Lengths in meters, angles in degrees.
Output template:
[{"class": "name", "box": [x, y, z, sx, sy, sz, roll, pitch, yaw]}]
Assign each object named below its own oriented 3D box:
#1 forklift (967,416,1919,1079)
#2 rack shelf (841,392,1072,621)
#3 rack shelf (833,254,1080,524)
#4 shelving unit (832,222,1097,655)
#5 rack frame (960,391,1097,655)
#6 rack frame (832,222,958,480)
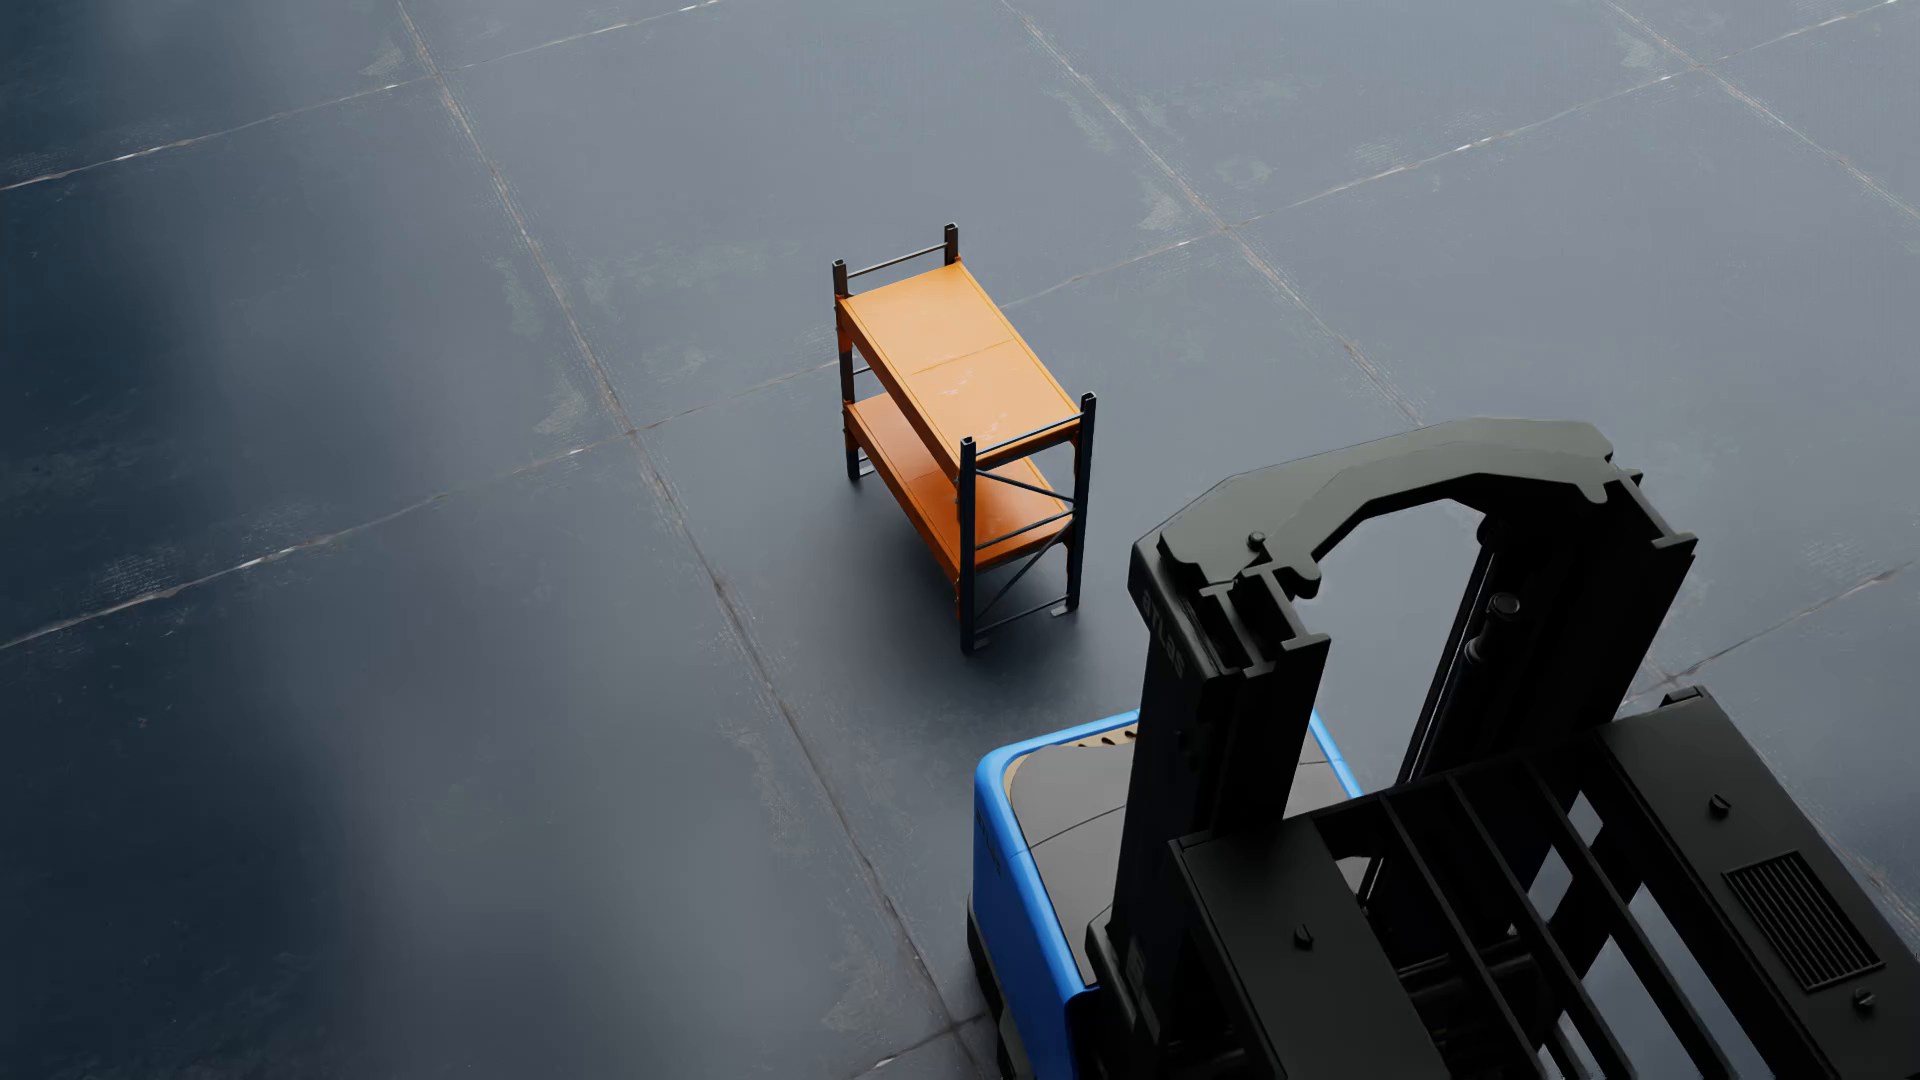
[{"class": "forklift", "box": [0.969, 1.289, 3.568, 1.130, 2.935, 3.031, -14, 50, -12]}, {"class": "rack shelf", "box": [-0.003, -0.214, 6.407, 0.538, 0.278, 1.000, -21, 52, -18]}, {"class": "rack shelf", "box": [-0.003, -0.568, 6.003, 0.538, 0.278, 1.000, -21, 52, -18]}, {"class": "shelving unit", "box": [-0.003, -0.375, 6.223, 0.538, 1.125, 1.048, -21, 52, -18]}, {"class": "rack frame", "box": [0.230, -0.035, 5.926, 0.500, 1.125, 0.032, -21, 52, -18]}, {"class": "rack frame", "box": [-0.236, -0.715, 6.521, 0.500, 1.125, 0.032, -21, 52, -18]}]
